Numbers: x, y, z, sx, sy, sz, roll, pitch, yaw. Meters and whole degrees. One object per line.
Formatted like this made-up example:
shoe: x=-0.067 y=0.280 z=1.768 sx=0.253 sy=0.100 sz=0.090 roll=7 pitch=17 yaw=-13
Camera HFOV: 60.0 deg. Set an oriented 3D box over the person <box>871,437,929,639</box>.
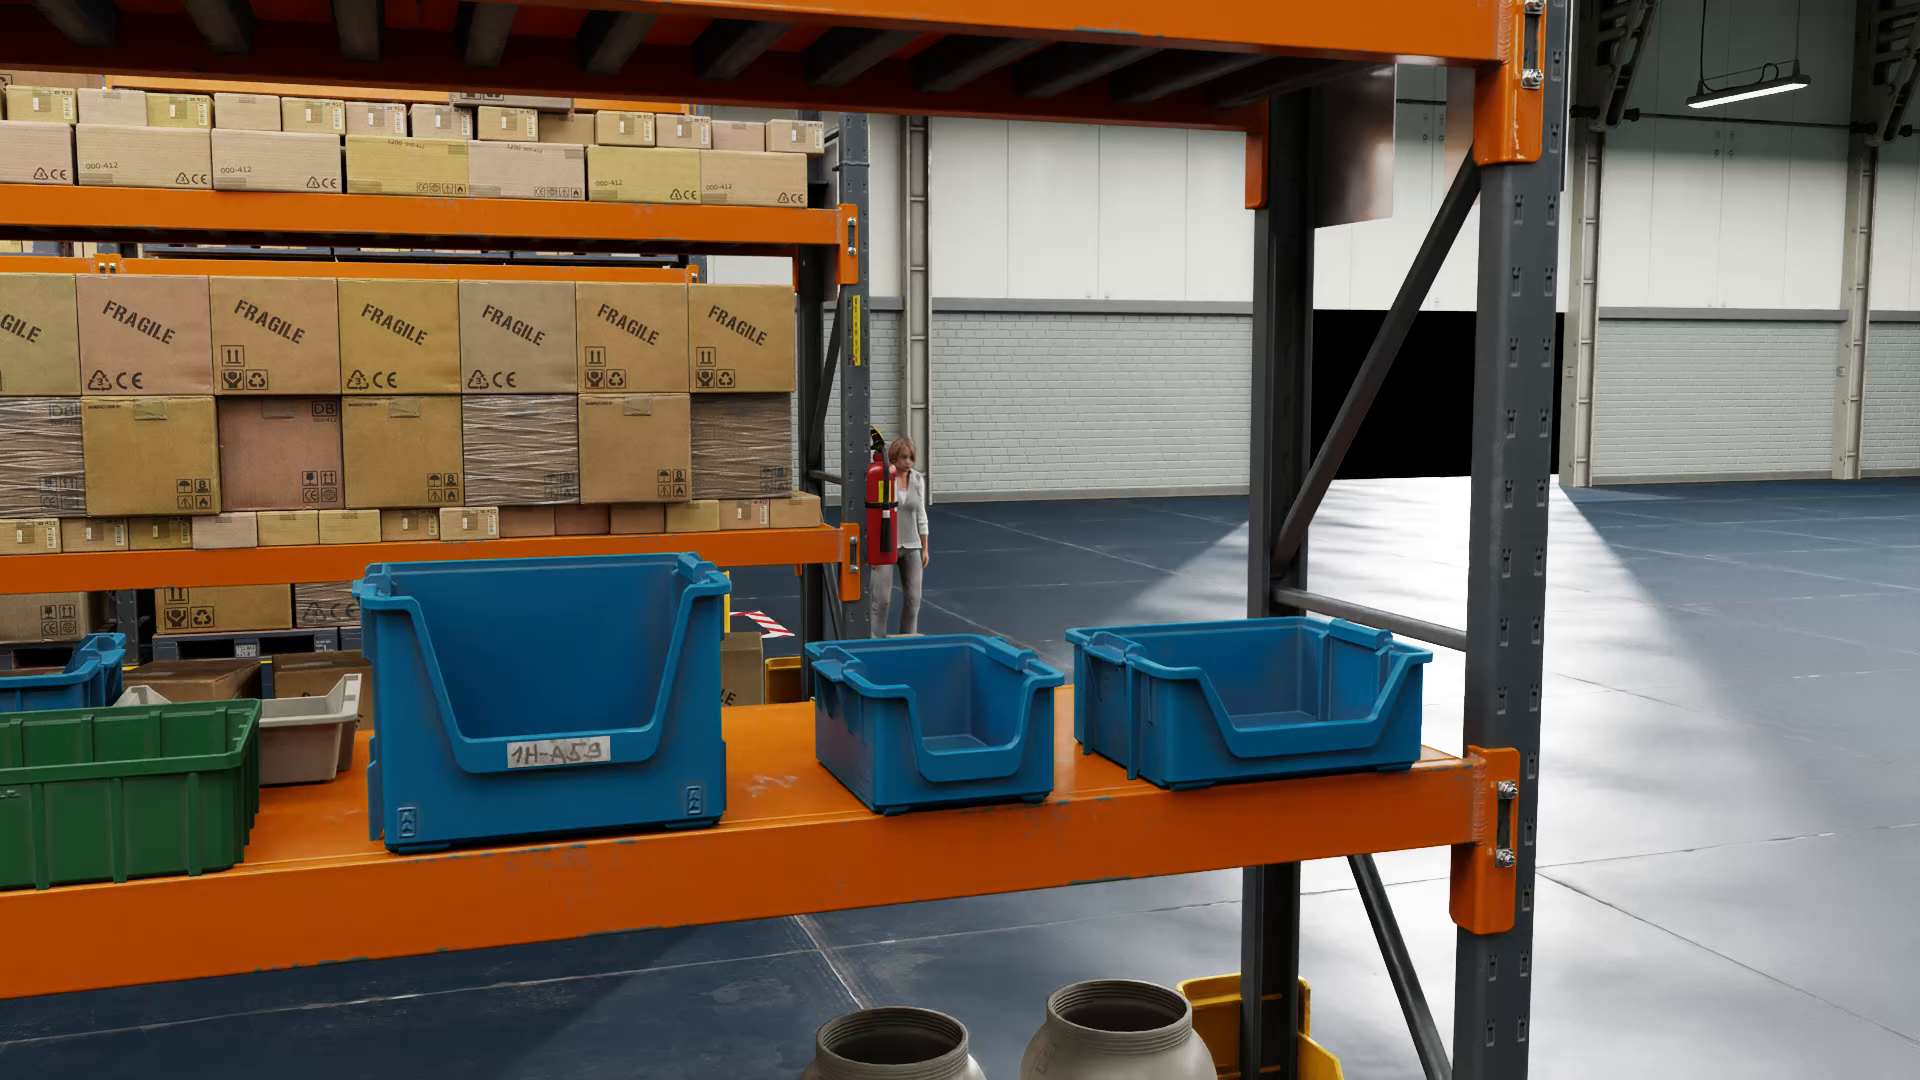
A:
person: x=-0.431 y=0.090 z=11.416 sx=0.474 sy=1.592 sz=0.347 roll=-2 pitch=6 yaw=-22
